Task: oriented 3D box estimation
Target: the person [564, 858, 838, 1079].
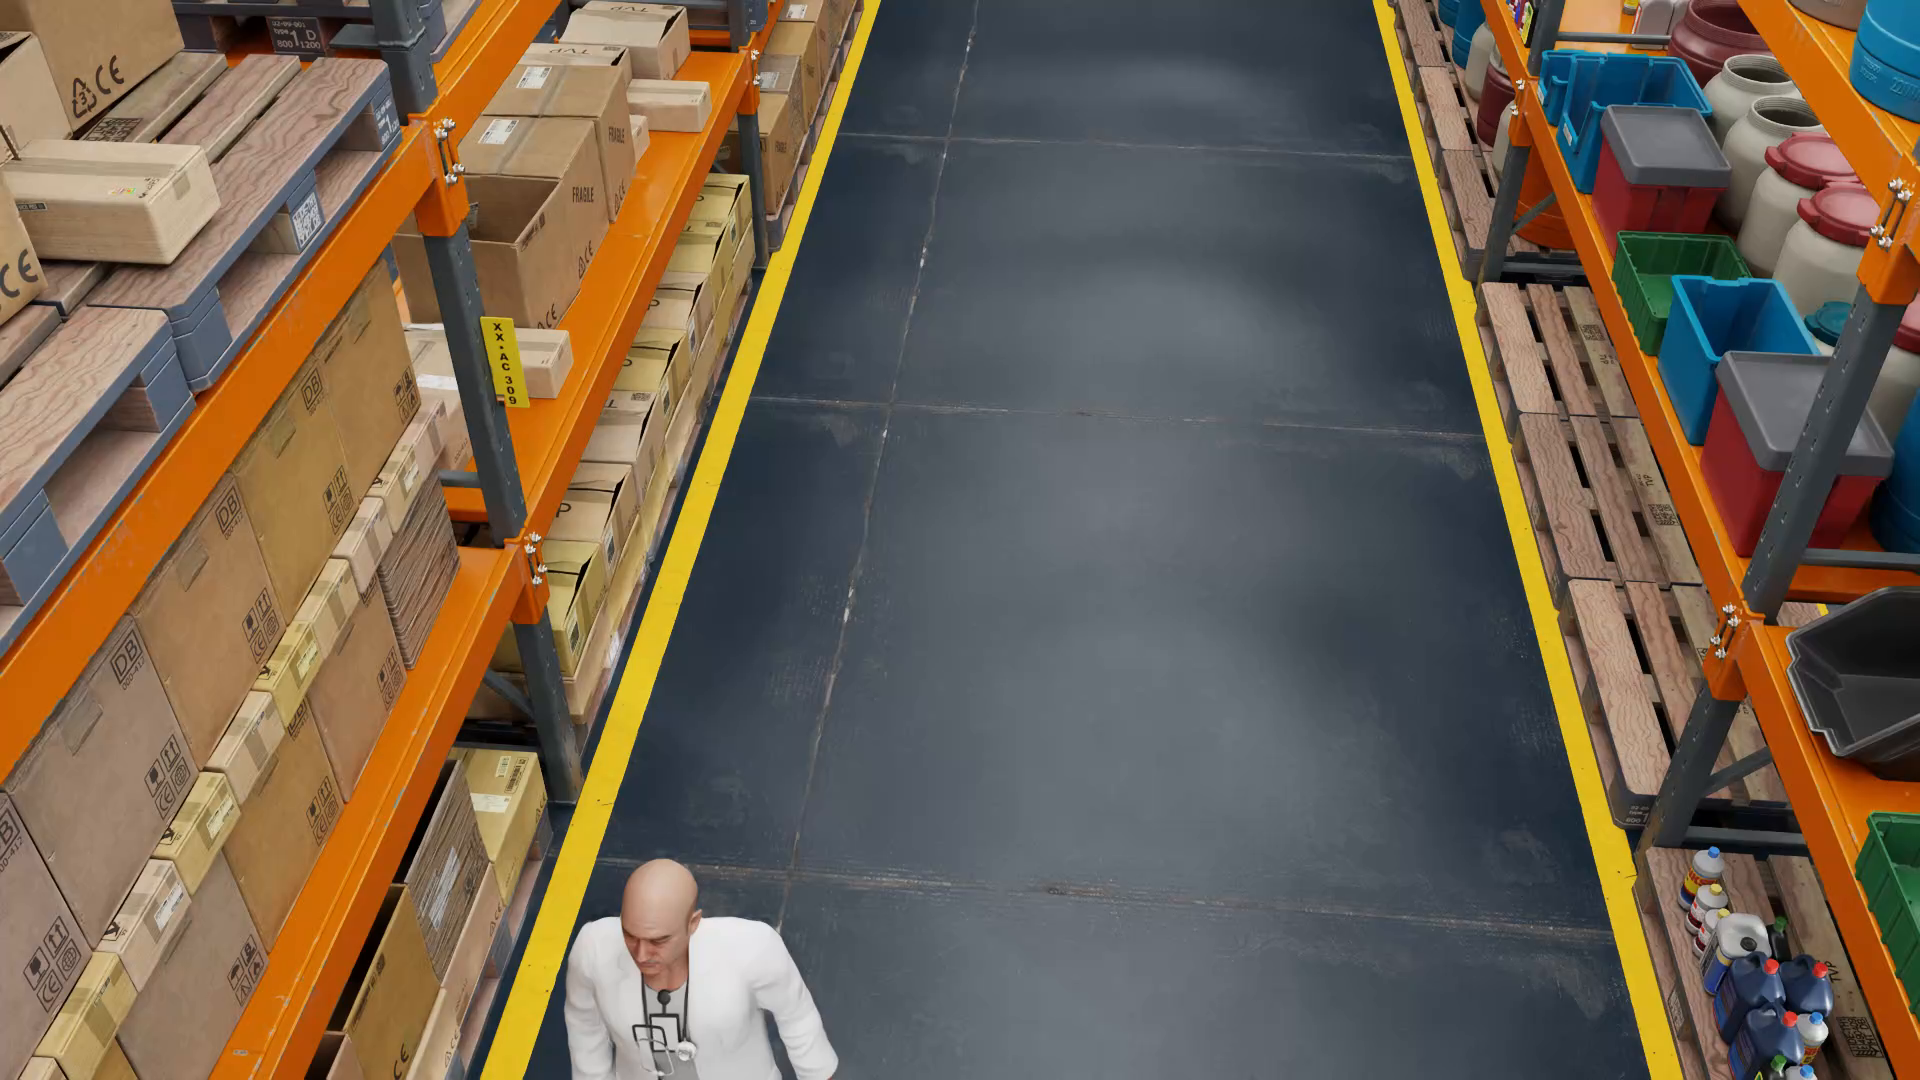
[{"bbox_3d":[-0.668,1.451,4.401,0.685,1.805,0.558,3,40,3],"label":"person"}]
